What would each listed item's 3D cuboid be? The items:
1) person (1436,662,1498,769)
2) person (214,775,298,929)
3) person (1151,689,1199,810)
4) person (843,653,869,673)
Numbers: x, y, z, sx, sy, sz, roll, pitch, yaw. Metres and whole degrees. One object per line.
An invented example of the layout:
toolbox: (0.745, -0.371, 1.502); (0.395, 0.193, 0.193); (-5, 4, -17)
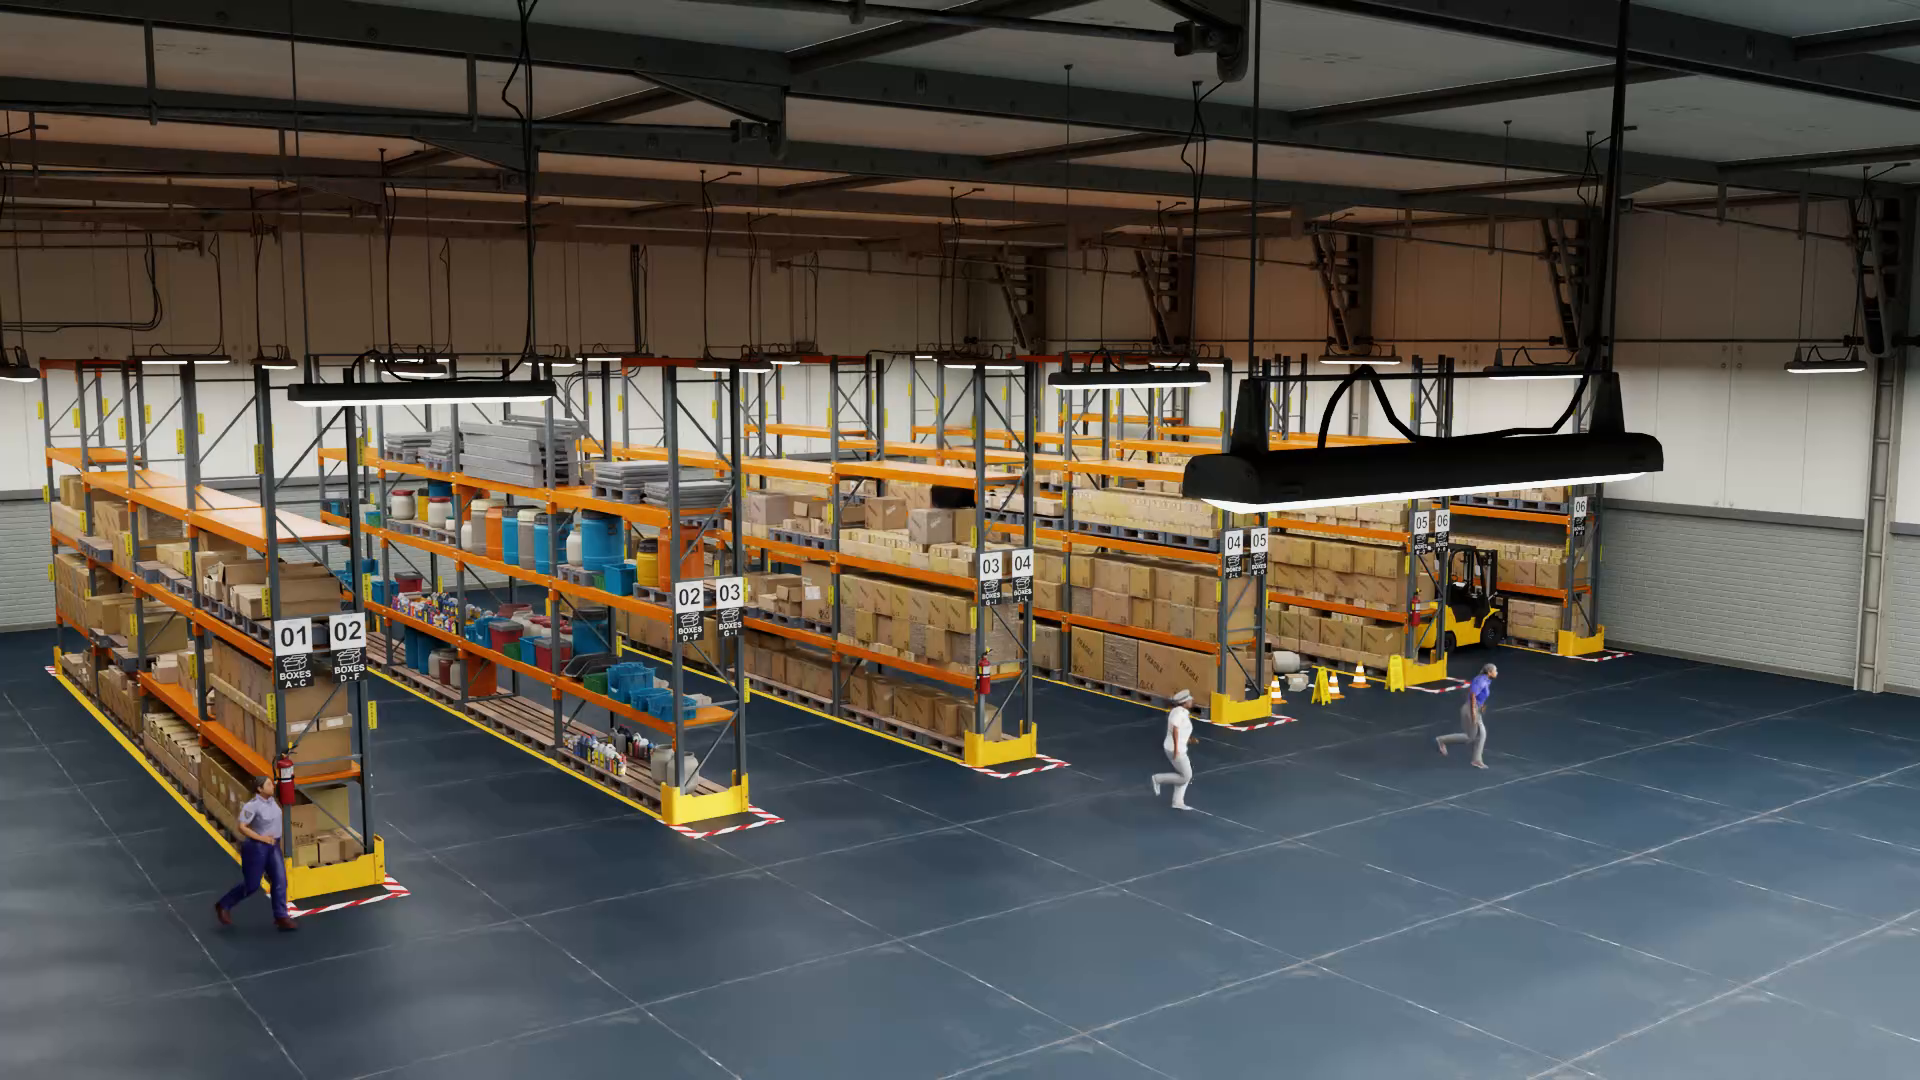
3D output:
person: (7.544, 2.611, 24.779); (0.849, 1.595, 0.575); (1, 7, 8)
person: (-7.555, 3.364, 18.053); (0.923, 1.618, 0.686); (2, 7, 14)
person: (2.918, 2.845, 22.488); (0.668, 1.654, 0.609); (-1, 7, -4)
person: (-1.875, 1.685, 31.599); (0.705, 1.750, 0.687); (-6, 9, -39)
